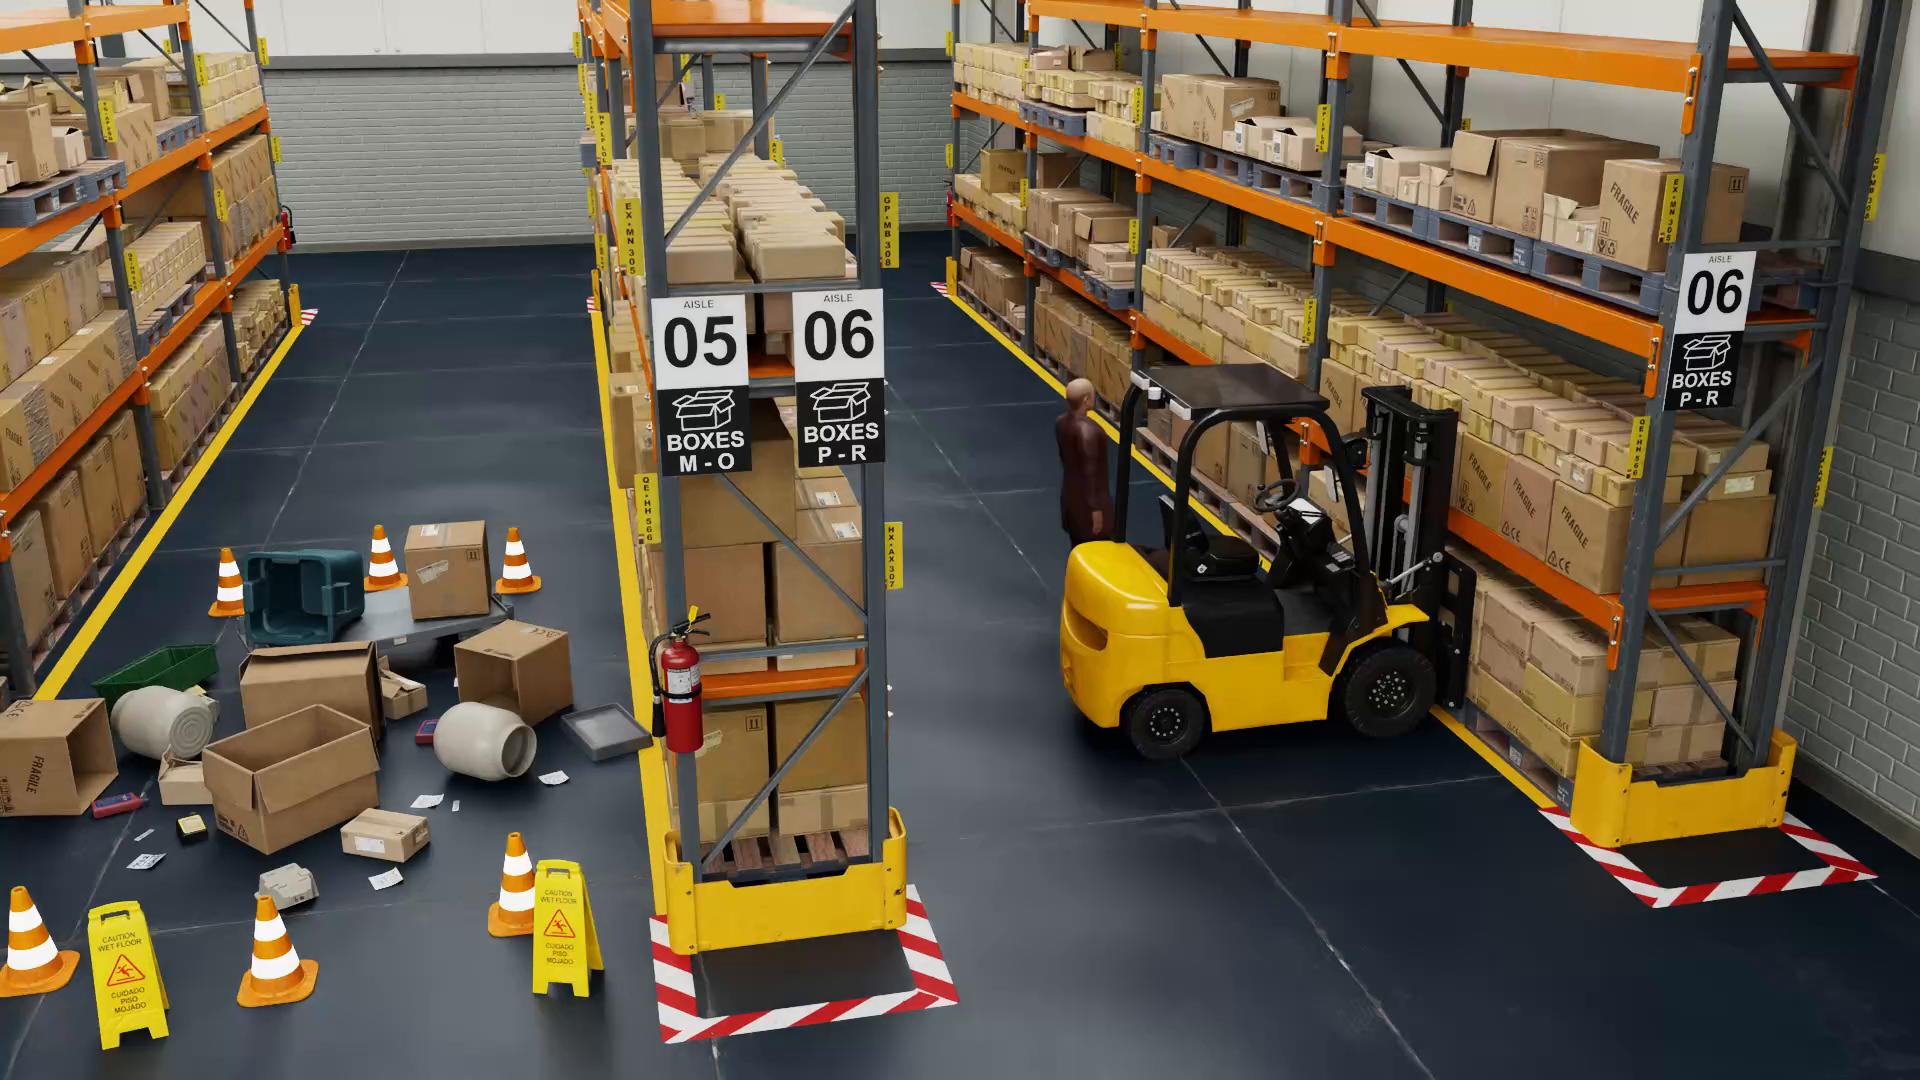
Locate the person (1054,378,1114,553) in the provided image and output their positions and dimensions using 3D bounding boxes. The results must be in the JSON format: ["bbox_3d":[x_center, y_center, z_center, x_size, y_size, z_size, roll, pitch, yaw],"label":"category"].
[{"bbox_3d":[0.947,-0.249,11.803,0.468,1.847,0.622,-7,20,-19],"label":"person"}]
